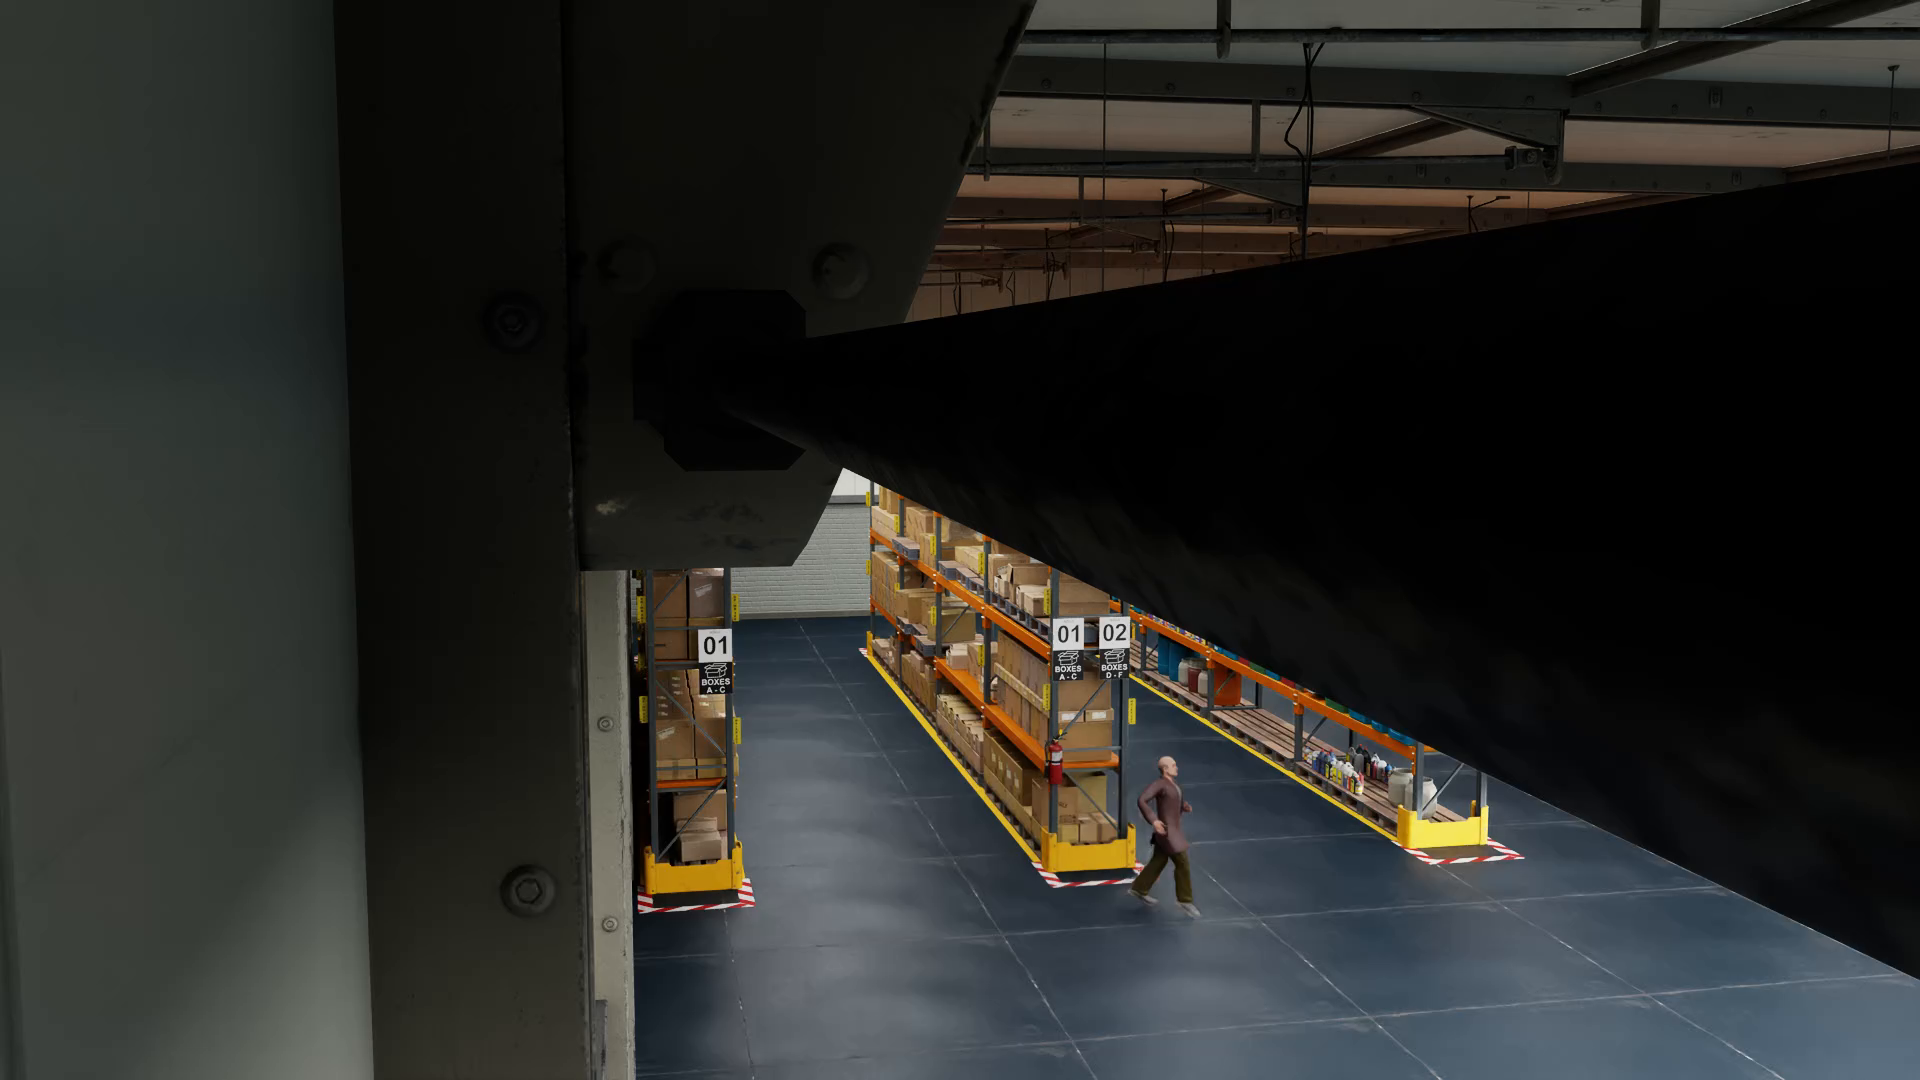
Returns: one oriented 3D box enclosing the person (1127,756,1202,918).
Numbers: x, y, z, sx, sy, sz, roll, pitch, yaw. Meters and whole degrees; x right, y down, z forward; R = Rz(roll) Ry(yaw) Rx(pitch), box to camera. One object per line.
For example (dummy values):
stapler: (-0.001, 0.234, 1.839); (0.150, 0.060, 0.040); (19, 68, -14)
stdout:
person: (2.400, 3.455, 19.373); (0.887, 1.791, 0.733); (1, 6, 11)
